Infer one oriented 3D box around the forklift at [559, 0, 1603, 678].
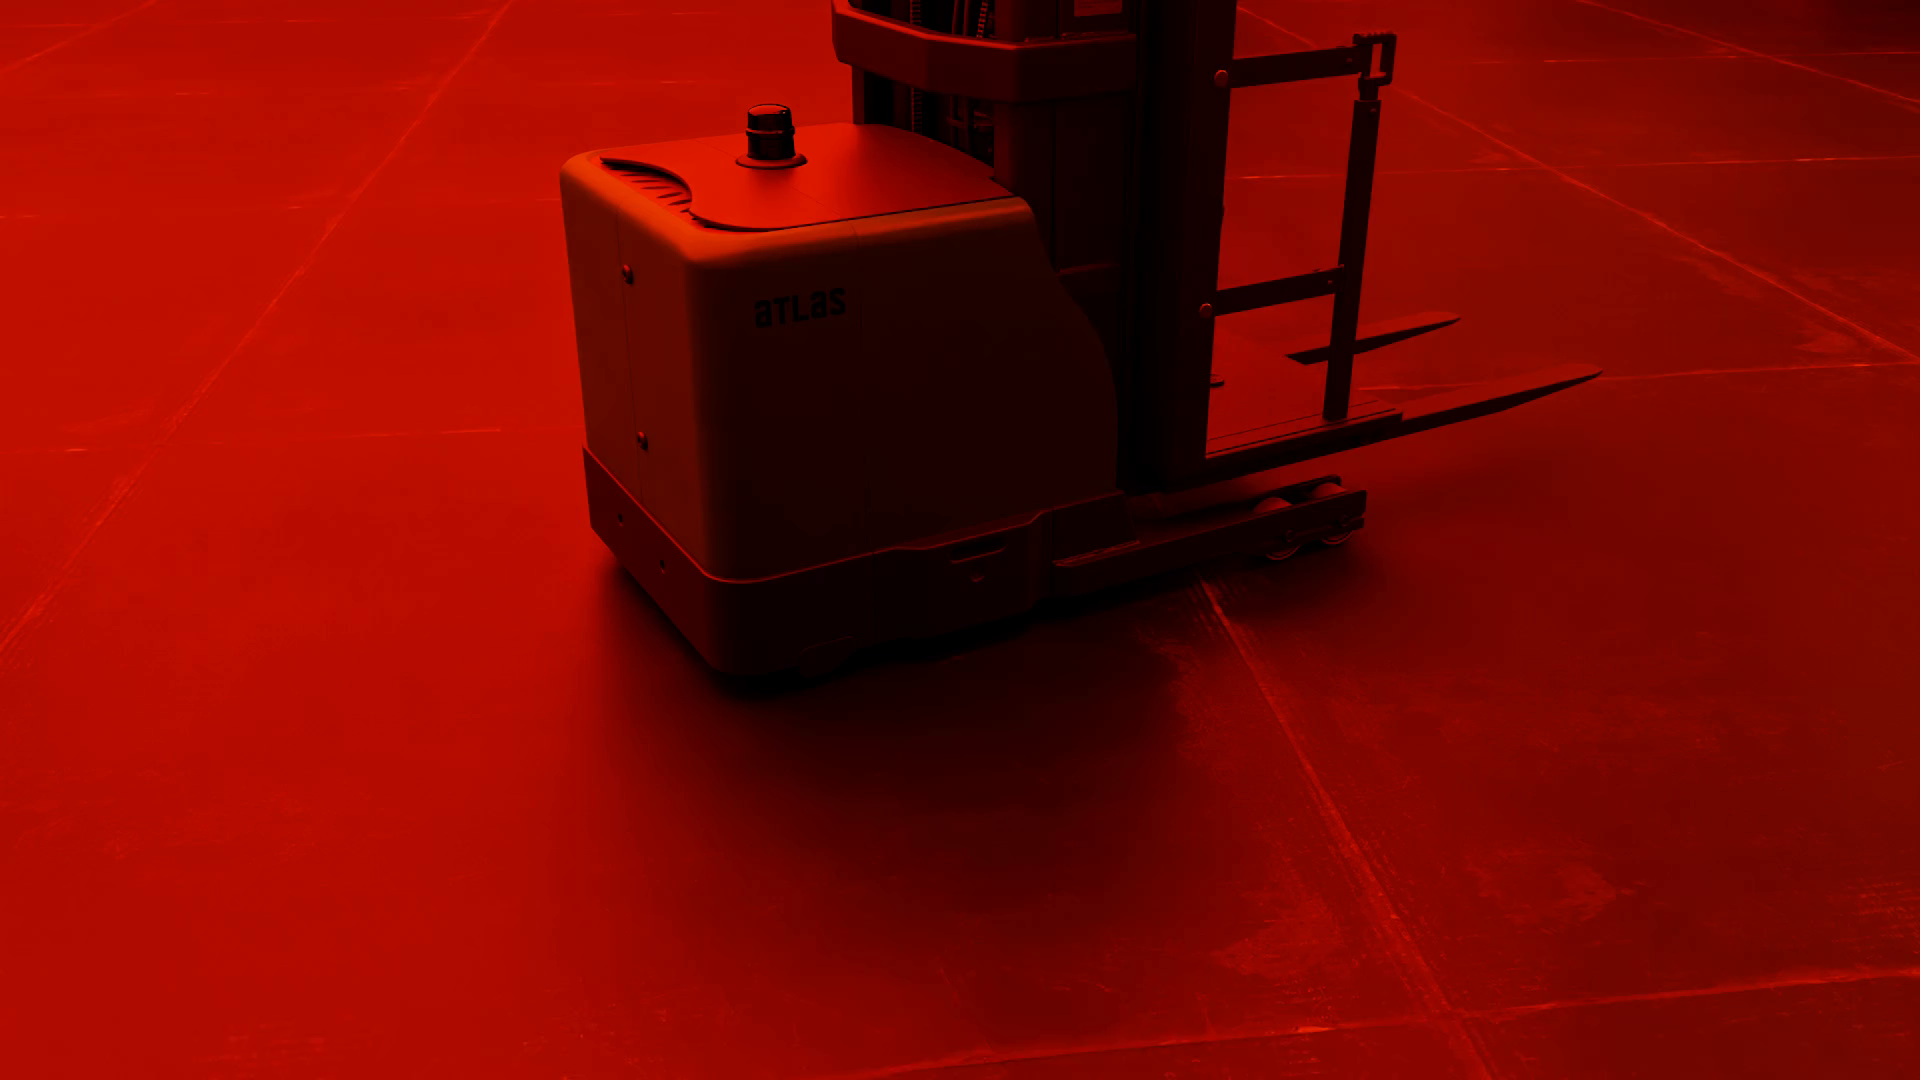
[{"bbox_3d":[0.529,-1.451,4.240,3.031,2.935,1.130,-14,29,-26],"label":"forklift"}]
